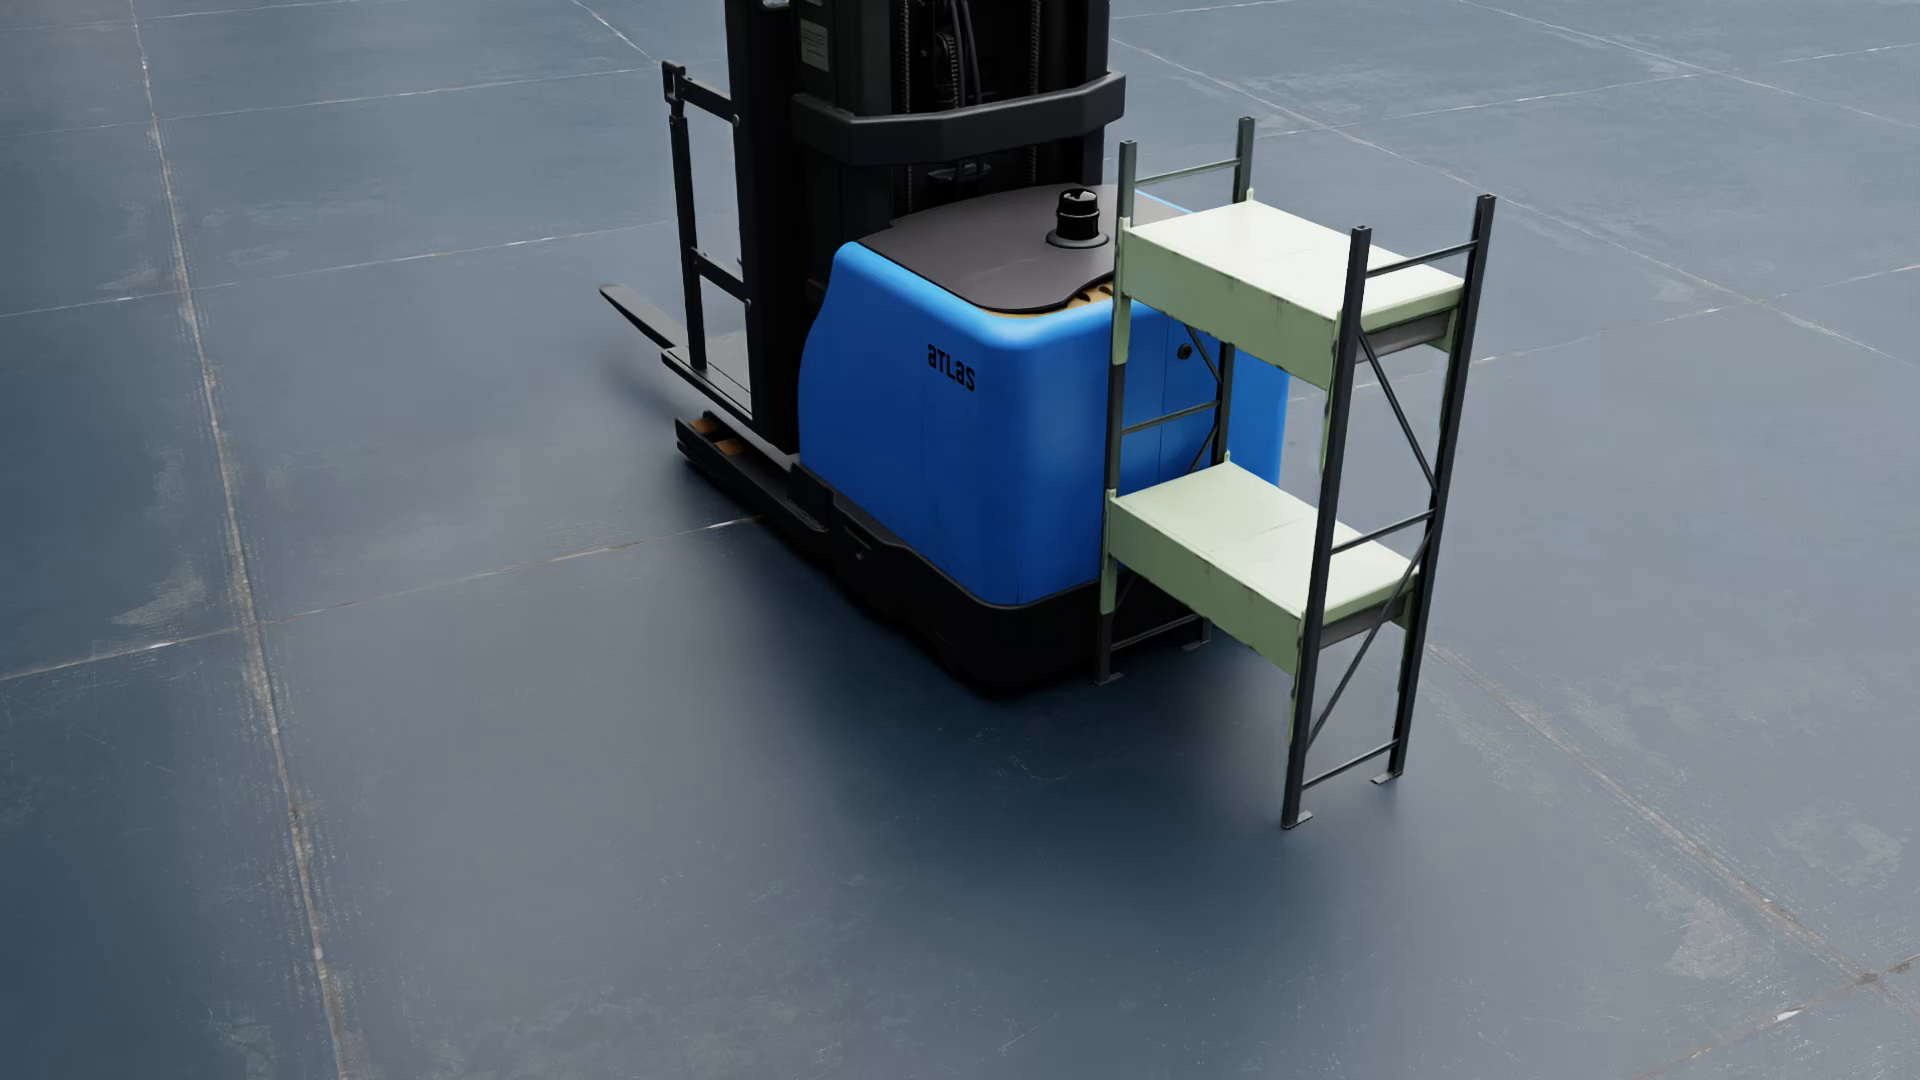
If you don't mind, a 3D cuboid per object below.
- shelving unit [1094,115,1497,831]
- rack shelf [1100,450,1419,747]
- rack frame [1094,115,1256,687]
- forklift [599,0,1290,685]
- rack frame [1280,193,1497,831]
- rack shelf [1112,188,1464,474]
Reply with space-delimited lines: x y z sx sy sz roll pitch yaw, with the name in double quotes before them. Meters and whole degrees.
"shelving unit" 0.742 -0.162 4.006 0.431 1.500 0.755 -18 34 -29
"rack shelf" 0.742 0.122 4.165 0.431 0.370 0.720 -18 34 -29
"rack frame" 0.538 -0.311 4.271 0.400 1.500 0.023 -18 34 -29
"forklift" -0.311 -1.567 5.047 1.130 2.935 3.031 -18 34 -29
"rack frame" 0.946 -0.013 3.740 0.400 1.500 0.023 -18 34 -29
"rack shelf" 0.742 -0.502 3.815 0.431 0.370 0.720 -18 34 -29
